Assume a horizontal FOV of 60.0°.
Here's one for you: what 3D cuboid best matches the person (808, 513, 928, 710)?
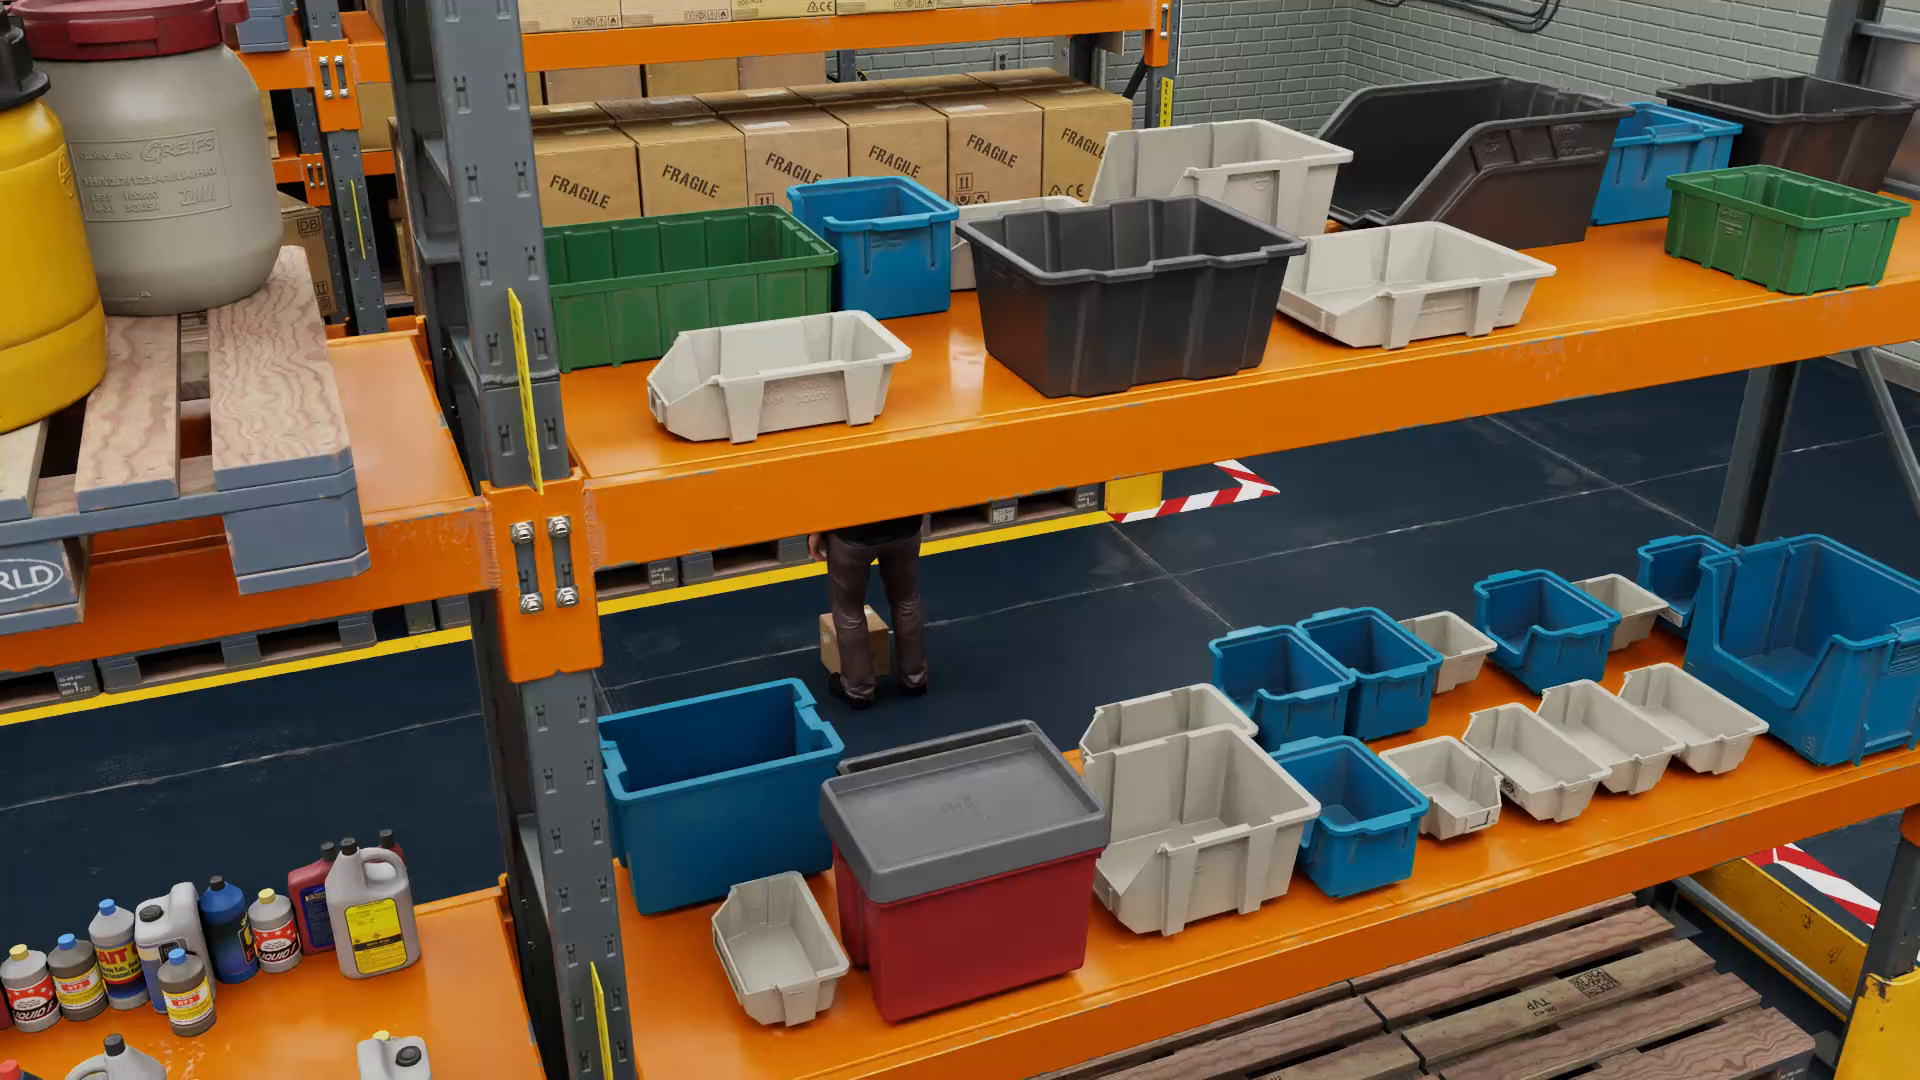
[{"bbox_3d":[-0.383,-0.059,7.261,0.593,1.721,0.418,-12,28,-24],"label":"person"}]
